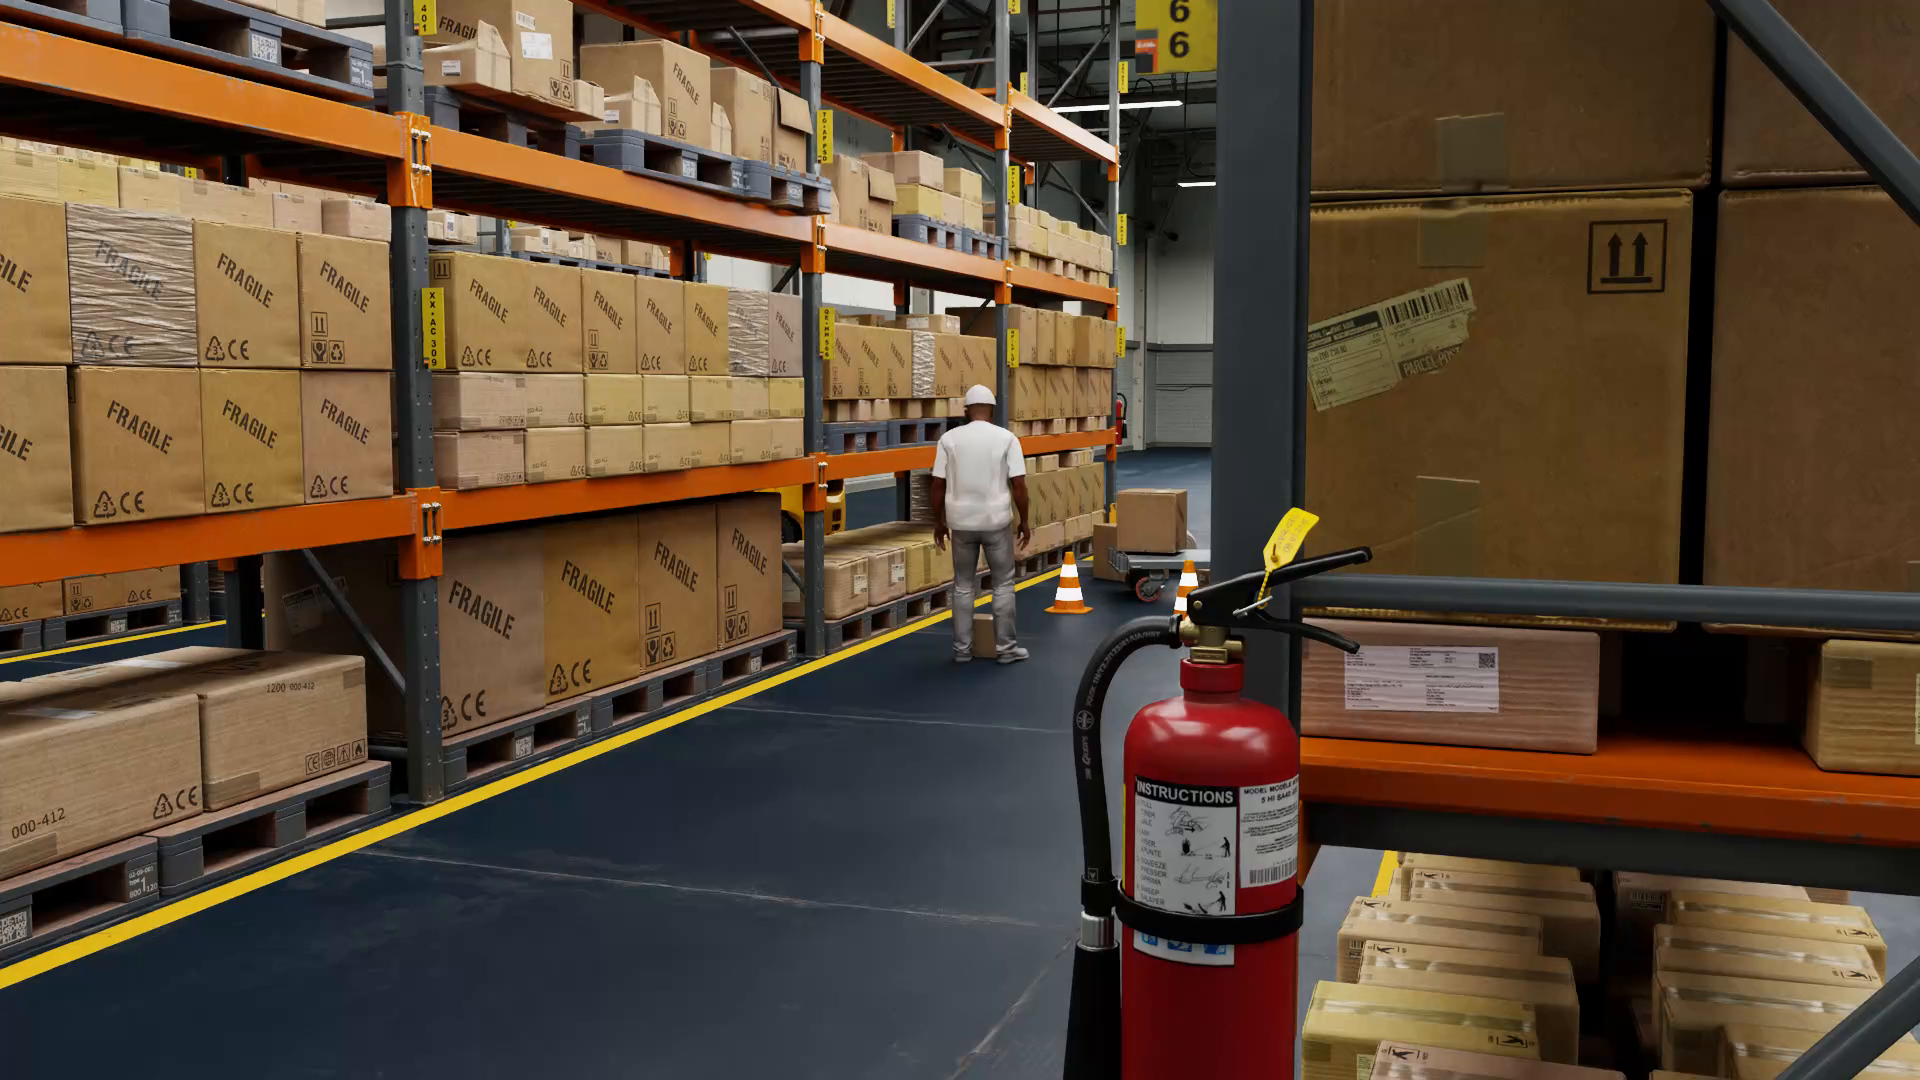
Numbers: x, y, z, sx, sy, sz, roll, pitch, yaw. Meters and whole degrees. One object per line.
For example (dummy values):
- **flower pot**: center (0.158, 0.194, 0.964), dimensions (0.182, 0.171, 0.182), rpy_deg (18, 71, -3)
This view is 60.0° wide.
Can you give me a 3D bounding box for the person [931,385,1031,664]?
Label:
- **person**: center (0.136, -0.102, 10.565), dimensions (0.628, 1.755, 0.461), rpy_deg (1, 5, 13)
